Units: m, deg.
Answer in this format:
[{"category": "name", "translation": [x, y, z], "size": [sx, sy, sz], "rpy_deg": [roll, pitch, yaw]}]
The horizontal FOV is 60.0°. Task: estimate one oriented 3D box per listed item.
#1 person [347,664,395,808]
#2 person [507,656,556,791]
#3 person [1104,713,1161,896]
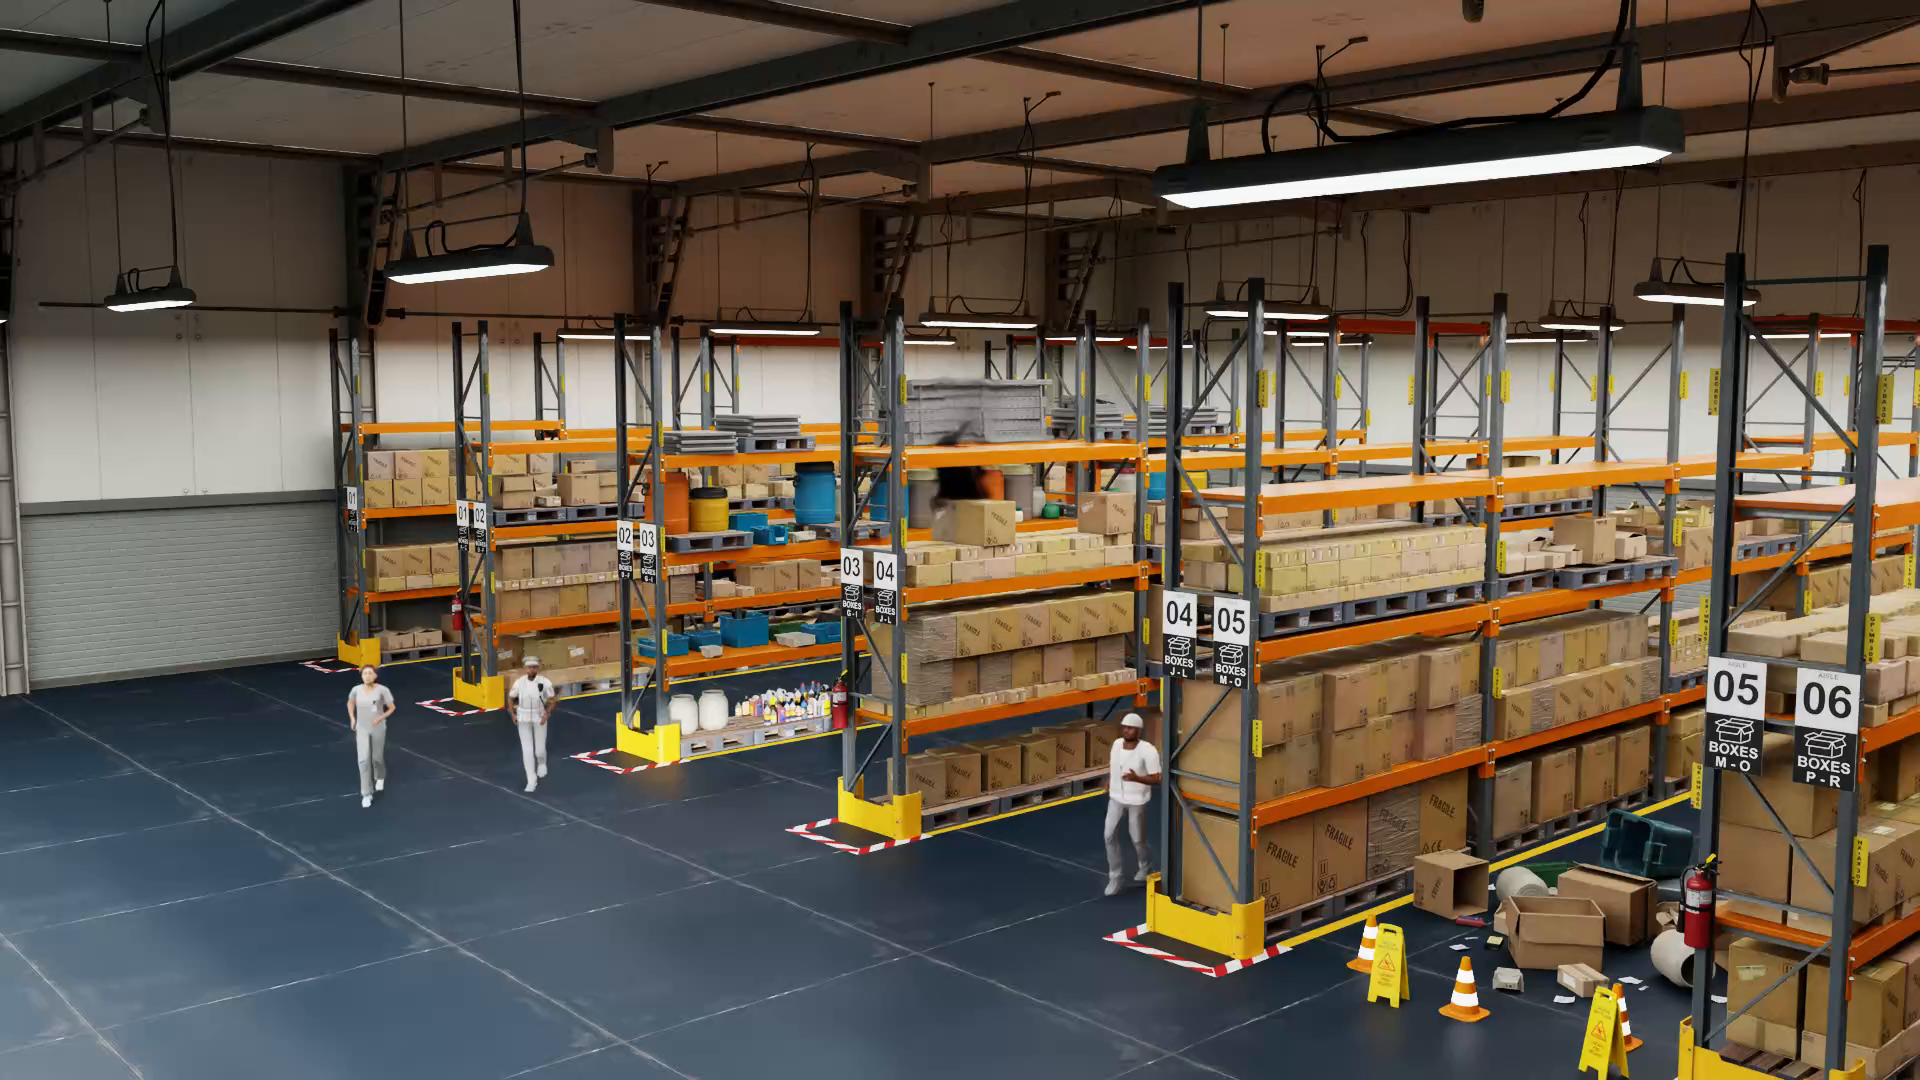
[{"category": "person", "translation": [-7.163, 2.333, 20.241], "size": [0.580, 1.678, 0.875], "rpy_deg": [-1, 6, -10]}, {"category": "person", "translation": [-5.390, 2.272, 20.952], "size": [0.568, 1.676, 0.662], "rpy_deg": [-1, 6, -11]}, {"category": "person", "translation": [1.701, 2.642, 16.671], "size": [0.673, 1.825, 0.729], "rpy_deg": [4, 7, 33]}]
